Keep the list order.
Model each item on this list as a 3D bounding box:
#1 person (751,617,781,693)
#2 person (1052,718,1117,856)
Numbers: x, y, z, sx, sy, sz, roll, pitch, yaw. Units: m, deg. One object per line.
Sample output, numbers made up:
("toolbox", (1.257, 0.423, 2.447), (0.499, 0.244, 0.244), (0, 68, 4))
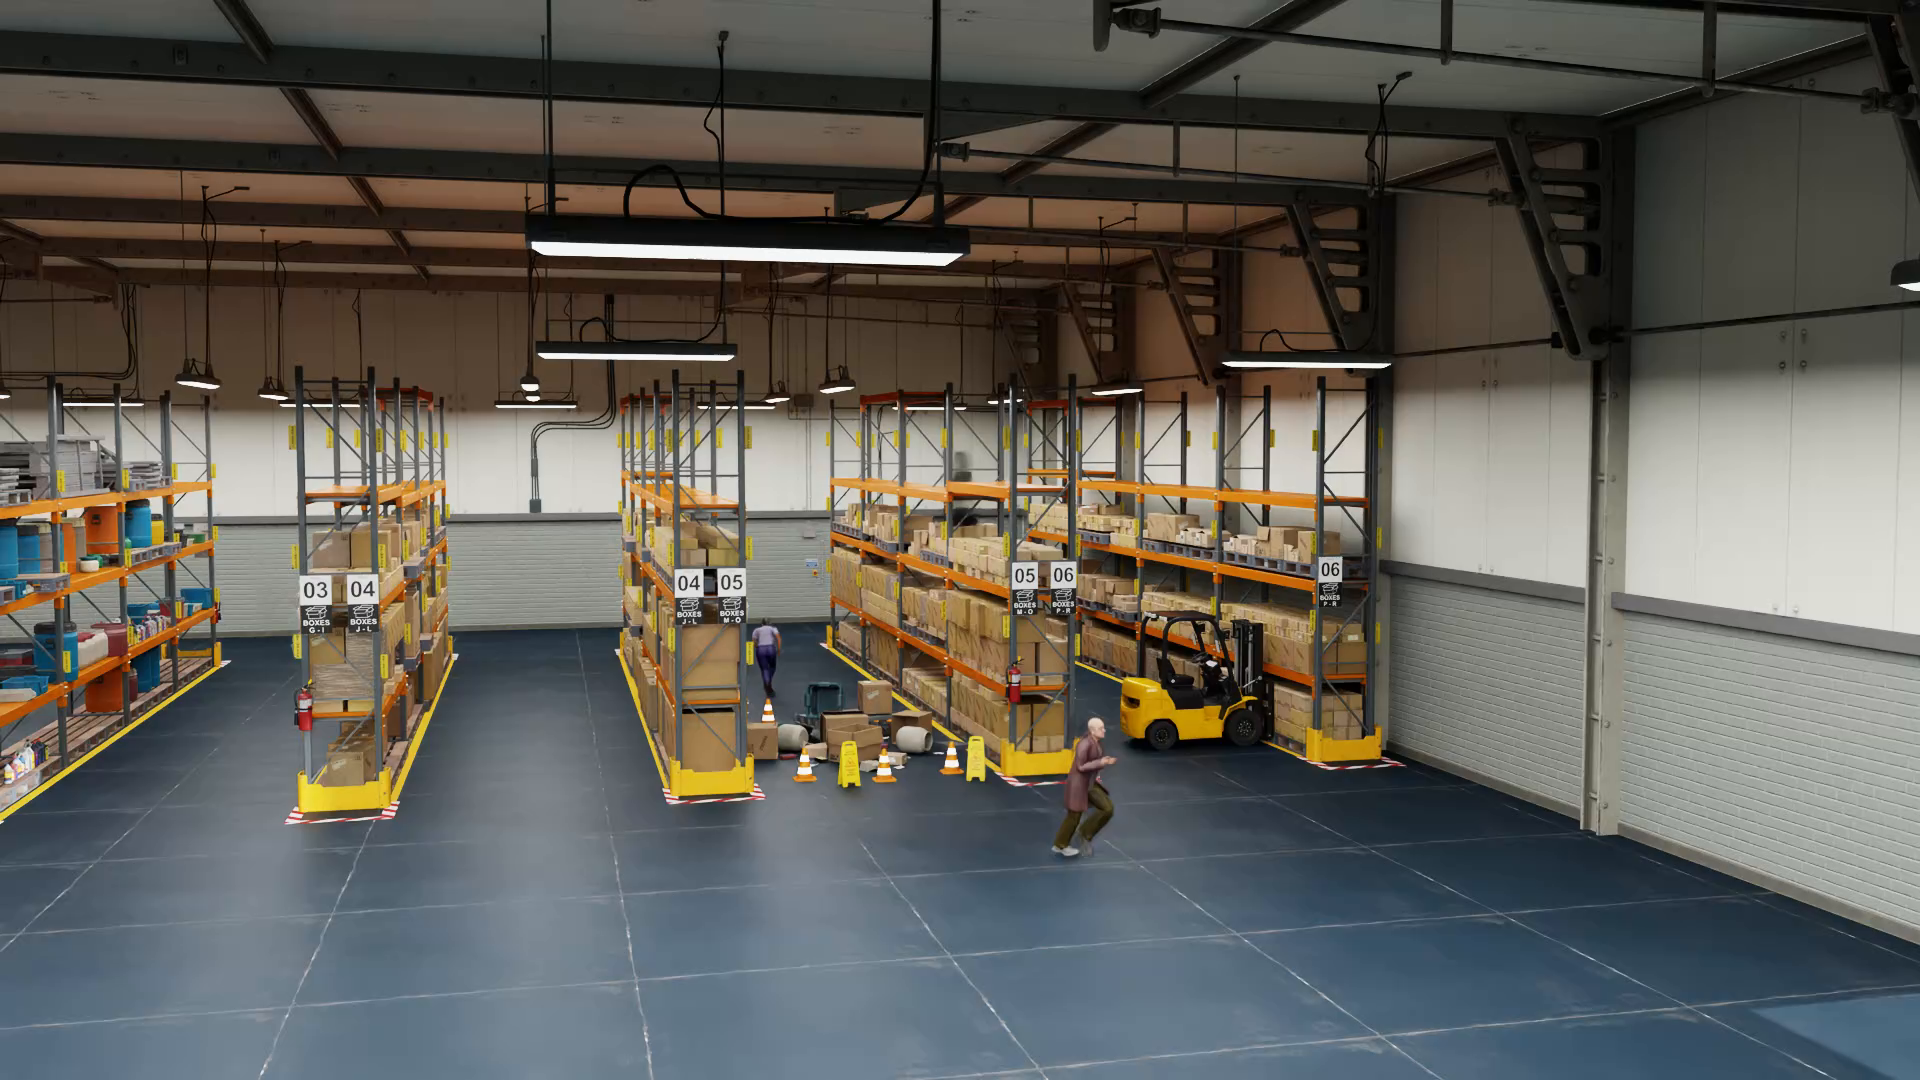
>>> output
("person", (-3.857, 2.320, 33.010), (0.610, 1.498, 1.022), (0, 3, -5))
("person", (1.495, 2.944, 19.772), (0.934, 1.703, 0.680), (3, 4, 38))
